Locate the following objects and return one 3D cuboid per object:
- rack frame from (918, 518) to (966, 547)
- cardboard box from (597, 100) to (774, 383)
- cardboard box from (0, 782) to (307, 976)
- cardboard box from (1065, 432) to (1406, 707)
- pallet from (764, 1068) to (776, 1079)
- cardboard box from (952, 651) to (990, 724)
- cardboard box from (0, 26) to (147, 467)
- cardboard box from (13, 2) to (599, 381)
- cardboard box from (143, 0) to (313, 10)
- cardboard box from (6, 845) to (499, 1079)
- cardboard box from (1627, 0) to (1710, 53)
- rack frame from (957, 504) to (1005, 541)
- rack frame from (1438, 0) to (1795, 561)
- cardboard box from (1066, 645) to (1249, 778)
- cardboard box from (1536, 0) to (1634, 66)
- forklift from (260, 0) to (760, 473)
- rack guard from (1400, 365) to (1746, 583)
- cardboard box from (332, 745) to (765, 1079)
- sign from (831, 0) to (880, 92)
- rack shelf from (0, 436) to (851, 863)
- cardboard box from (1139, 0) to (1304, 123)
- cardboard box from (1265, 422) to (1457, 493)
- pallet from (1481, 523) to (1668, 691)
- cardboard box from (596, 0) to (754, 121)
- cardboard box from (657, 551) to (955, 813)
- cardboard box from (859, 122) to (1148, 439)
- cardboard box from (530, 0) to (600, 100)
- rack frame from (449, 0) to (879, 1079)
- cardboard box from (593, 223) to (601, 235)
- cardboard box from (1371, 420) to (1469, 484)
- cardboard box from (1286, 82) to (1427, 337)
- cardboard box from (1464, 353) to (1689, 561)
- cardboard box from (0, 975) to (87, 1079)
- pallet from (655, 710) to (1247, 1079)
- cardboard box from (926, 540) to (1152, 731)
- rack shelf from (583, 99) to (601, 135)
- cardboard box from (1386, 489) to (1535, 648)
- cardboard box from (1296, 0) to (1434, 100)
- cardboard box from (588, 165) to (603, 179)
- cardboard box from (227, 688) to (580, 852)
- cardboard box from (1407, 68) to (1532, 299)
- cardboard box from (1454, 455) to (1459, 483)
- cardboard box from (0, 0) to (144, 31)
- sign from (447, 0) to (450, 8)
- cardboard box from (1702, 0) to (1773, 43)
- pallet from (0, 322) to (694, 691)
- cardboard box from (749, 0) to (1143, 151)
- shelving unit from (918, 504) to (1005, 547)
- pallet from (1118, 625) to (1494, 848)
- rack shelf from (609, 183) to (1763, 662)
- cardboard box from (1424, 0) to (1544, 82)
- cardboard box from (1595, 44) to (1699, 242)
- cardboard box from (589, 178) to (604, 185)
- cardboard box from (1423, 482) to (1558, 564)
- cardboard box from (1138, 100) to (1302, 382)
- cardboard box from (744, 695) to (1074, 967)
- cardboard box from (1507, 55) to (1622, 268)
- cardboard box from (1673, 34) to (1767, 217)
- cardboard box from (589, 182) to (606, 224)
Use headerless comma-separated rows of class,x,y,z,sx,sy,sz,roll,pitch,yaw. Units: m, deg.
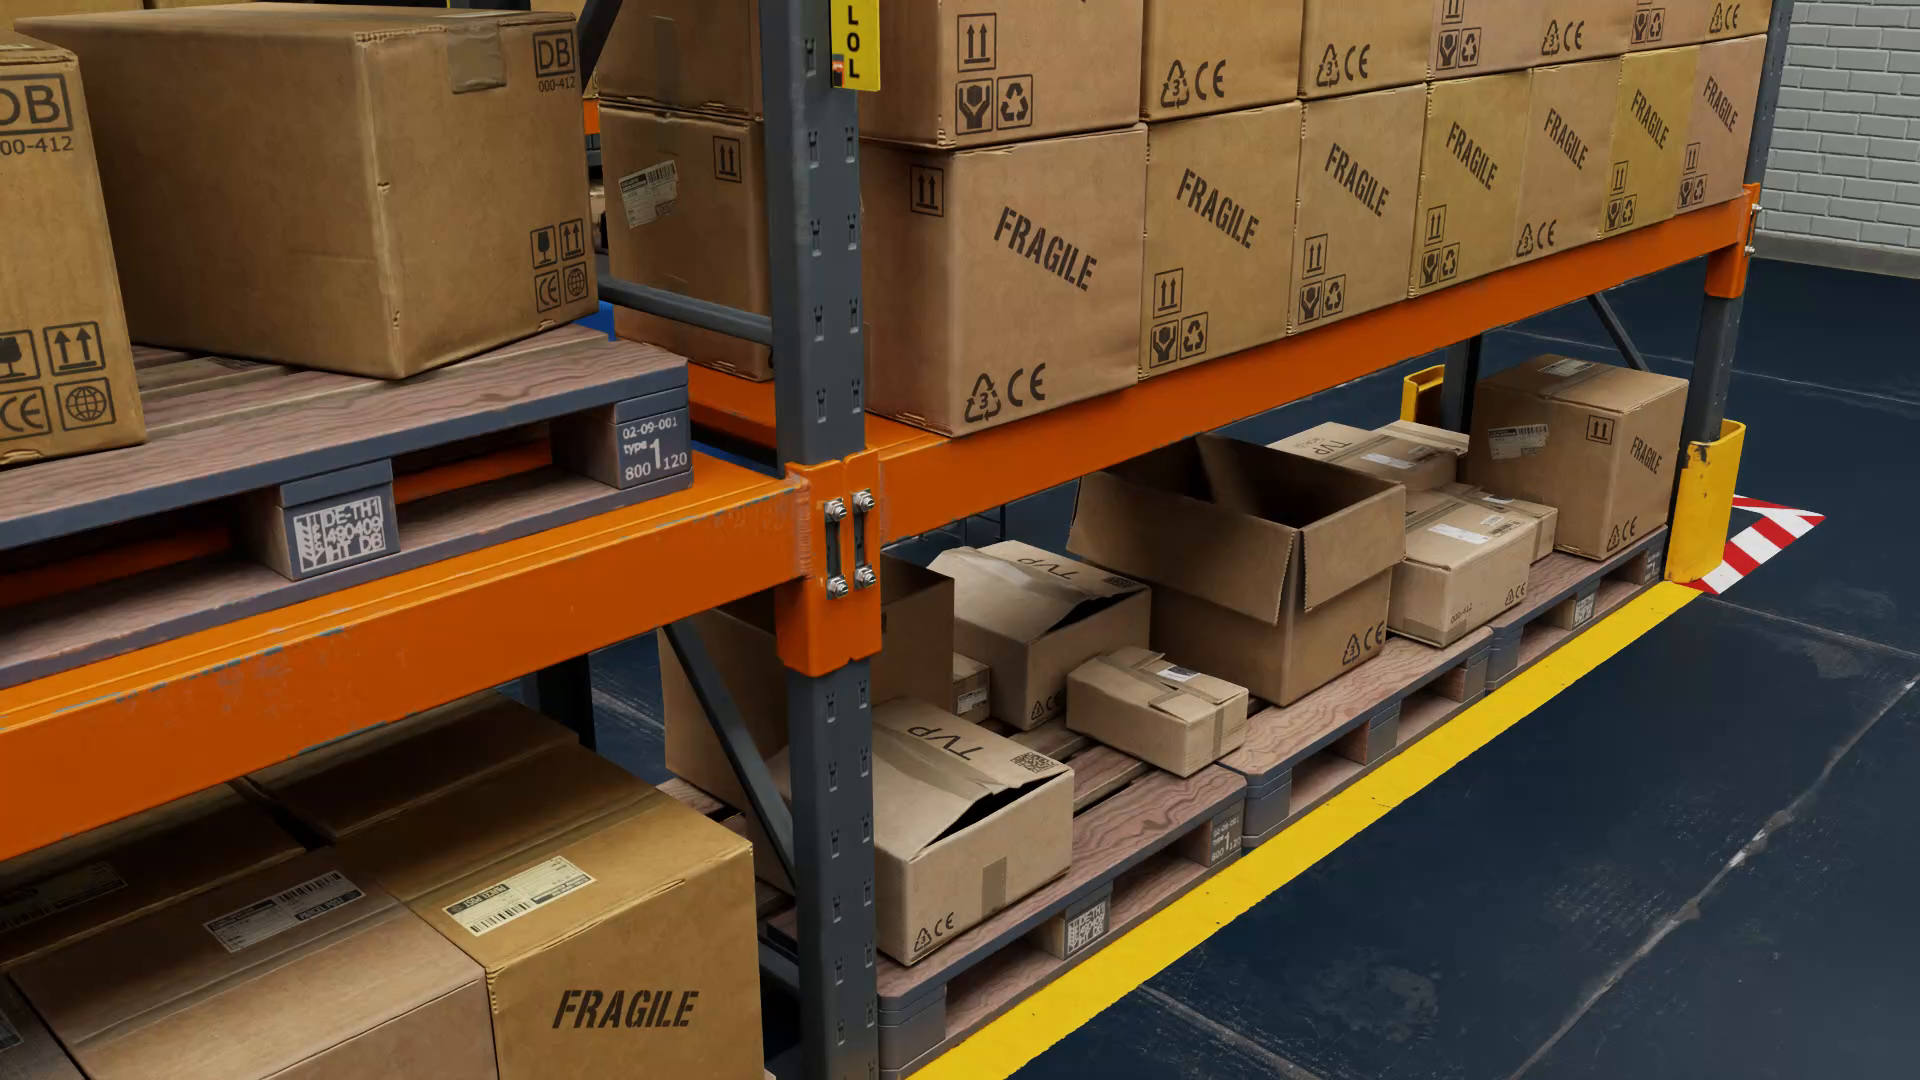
rack frame,-0.065,-0.396,5.851,0.240,0.900,0.006,19,28,41
cardboard box,-0.390,-0.663,3.480,0.500,0.500,0.500,-20,28,-41
cardboard box,-1.431,0.741,2.837,0.500,0.500,0.500,-20,28,-41
cardboard box,0.752,0.052,4.625,0.797,0.503,0.637,19,28,41
pallet,-1.096,1.096,2.928,1.003,0.211,1.213,19,28,41
cardboard box,-0.142,0.373,4.285,0.380,0.149,0.250,19,28,41
cardboard box,-1.480,-0.408,2.231,0.500,0.500,0.700,-15,26,-34
cardboard box,-1.046,-0.601,2.732,0.700,0.500,0.500,9,23,23
cardboard box,-3.204,-2.124,7.003,0.980,0.700,0.700,18,28,39
cardboard box,-1.045,0.861,2.524,0.500,0.500,0.500,19,28,41
cardboard box,1.770,-1.652,4.659,0.500,0.500,0.500,-19,28,-41
rack frame,0.077,-0.448,5.987,0.240,0.900,0.006,19,28,41
rack frame,2.235,-1.452,5.672,1.000,3.000,0.127,19,28,41
cardboard box,0.489,0.415,4.151,0.380,0.166,0.250,19,28,41
cardboard box,1.412,-1.518,4.309,0.500,0.500,0.500,-19,28,-41
forklift,-2.210,-1.199,5.110,3.031,2.935,1.130,-5,22,-12
rack guard,2.182,-0.266,6.069,1.175,0.500,0.348,19,28,41
cardboard box,-0.694,0.736,2.849,0.500,0.500,0.500,19,28,40
sign,-0.155,-0.826,2.430,0.100,0.325,0.005,19,28,41
rack shelf,-1.950,0.426,1.788,1.077,0.370,4.000,19,28,41
cardboard box,0.335,-1.121,3.276,0.500,0.500,0.500,18,28,39
cardboard box,1.304,-0.177,5.573,0.500,0.250,0.500,19,28,41
pallet,1.627,0.074,5.587,1.003,0.211,1.213,19,28,41
cardboard box,-0.388,-1.132,3.306,0.500,0.500,0.500,19,28,41
cardboard box,-0.361,0.320,3.932,0.500,0.500,0.500,19,28,41
cardboard box,-0.004,-0.533,3.142,0.500,0.500,0.500,-19,28,-41
cardboard box,-2.165,-2.508,7.999,0.980,0.700,0.700,19,28,40
rack frame,-0.555,-0.424,2.996,1.000,3.000,0.127,19,28,41
cardboard box,-2.082,-1.387,8.400,0.700,0.500,0.500,19,28,40
cardboard box,1.697,-0.305,6.048,0.380,0.149,0.250,19,28,41
cardboard box,0.701,-0.794,3.820,0.500,0.500,0.500,19,28,40
cardboard box,2.032,-0.289,5.517,0.500,0.500,0.500,19,28,41
cardboard box,-1.395,0.990,2.189,0.500,0.500,0.500,20,29,41
pallet,-0.075,0.702,3.955,1.003,0.211,1.213,19,28,41
cardboard box,0.162,0.216,4.467,0.500,0.311,0.500,19,28,41
rack shelf,-2.712,-1.841,7.686,1.077,0.370,4.000,19,28,41
cardboard box,1.348,0.064,4.946,0.500,0.250,0.500,19,28,41
cardboard box,0.694,-1.253,3.620,0.500,0.500,0.500,18,28,39
cardboard box,-1.789,-1.900,8.832,0.380,0.149,0.250,20,28,41
cardboard box,-1.067,0.601,3.201,0.500,0.500,0.500,18,27,38
cardboard box,1.055,-0.925,4.161,0.500,0.500,0.500,19,28,40
cardboard box,1.522,-0.249,5.877,0.380,0.166,0.250,19,28,41
cardboard box,-3.717,-1.938,6.518,0.700,0.700,0.980,-20,28,-41
sign,-0.949,-0.962,3.189,0.100,0.325,0.005,19,28,41
cardboard box,2.122,-1.782,4.997,0.500,0.500,0.500,19,28,40
pallet,-1.191,-0.156,2.567,1.003,0.211,1.213,19,28,41
cardboard box,-0.025,-0.988,2.931,0.500,0.500,0.500,-19,28,-41
shelving unit,0.006,-0.422,5.919,0.258,0.900,0.210,19,28,41
pallet,0.776,0.386,4.775,1.003,0.211,1.213,19,28,41
rack shelf,0.840,-0.602,4.463,1.077,0.370,4.000,19,28,41
cardboard box,1.053,-1.386,3.966,0.500,0.500,0.500,-19,28,-40
cardboard box,1.758,-1.181,4.828,0.500,0.500,0.500,20,28,41
cardboard box,-1.692,-1.739,8.414,0.380,0.149,0.250,19,28,40
cardboard box,1.685,-0.052,5.365,0.380,0.166,0.250,19,28,41
cardboard box,0.350,-0.666,3.486,0.500,0.500,0.500,-20,28,-41
cardboard box,-0.107,0.572,3.540,0.500,0.311,0.500,19,28,41
cardboard box,1.406,-1.054,4.497,0.500,0.500,0.500,20,28,41
cardboard box,2.118,-1.315,5.177,0.500,0.500,0.500,-19,28,-40
cardboard box,-1.870,-1.673,8.242,0.250,0.149,0.380,-19,28,-41
